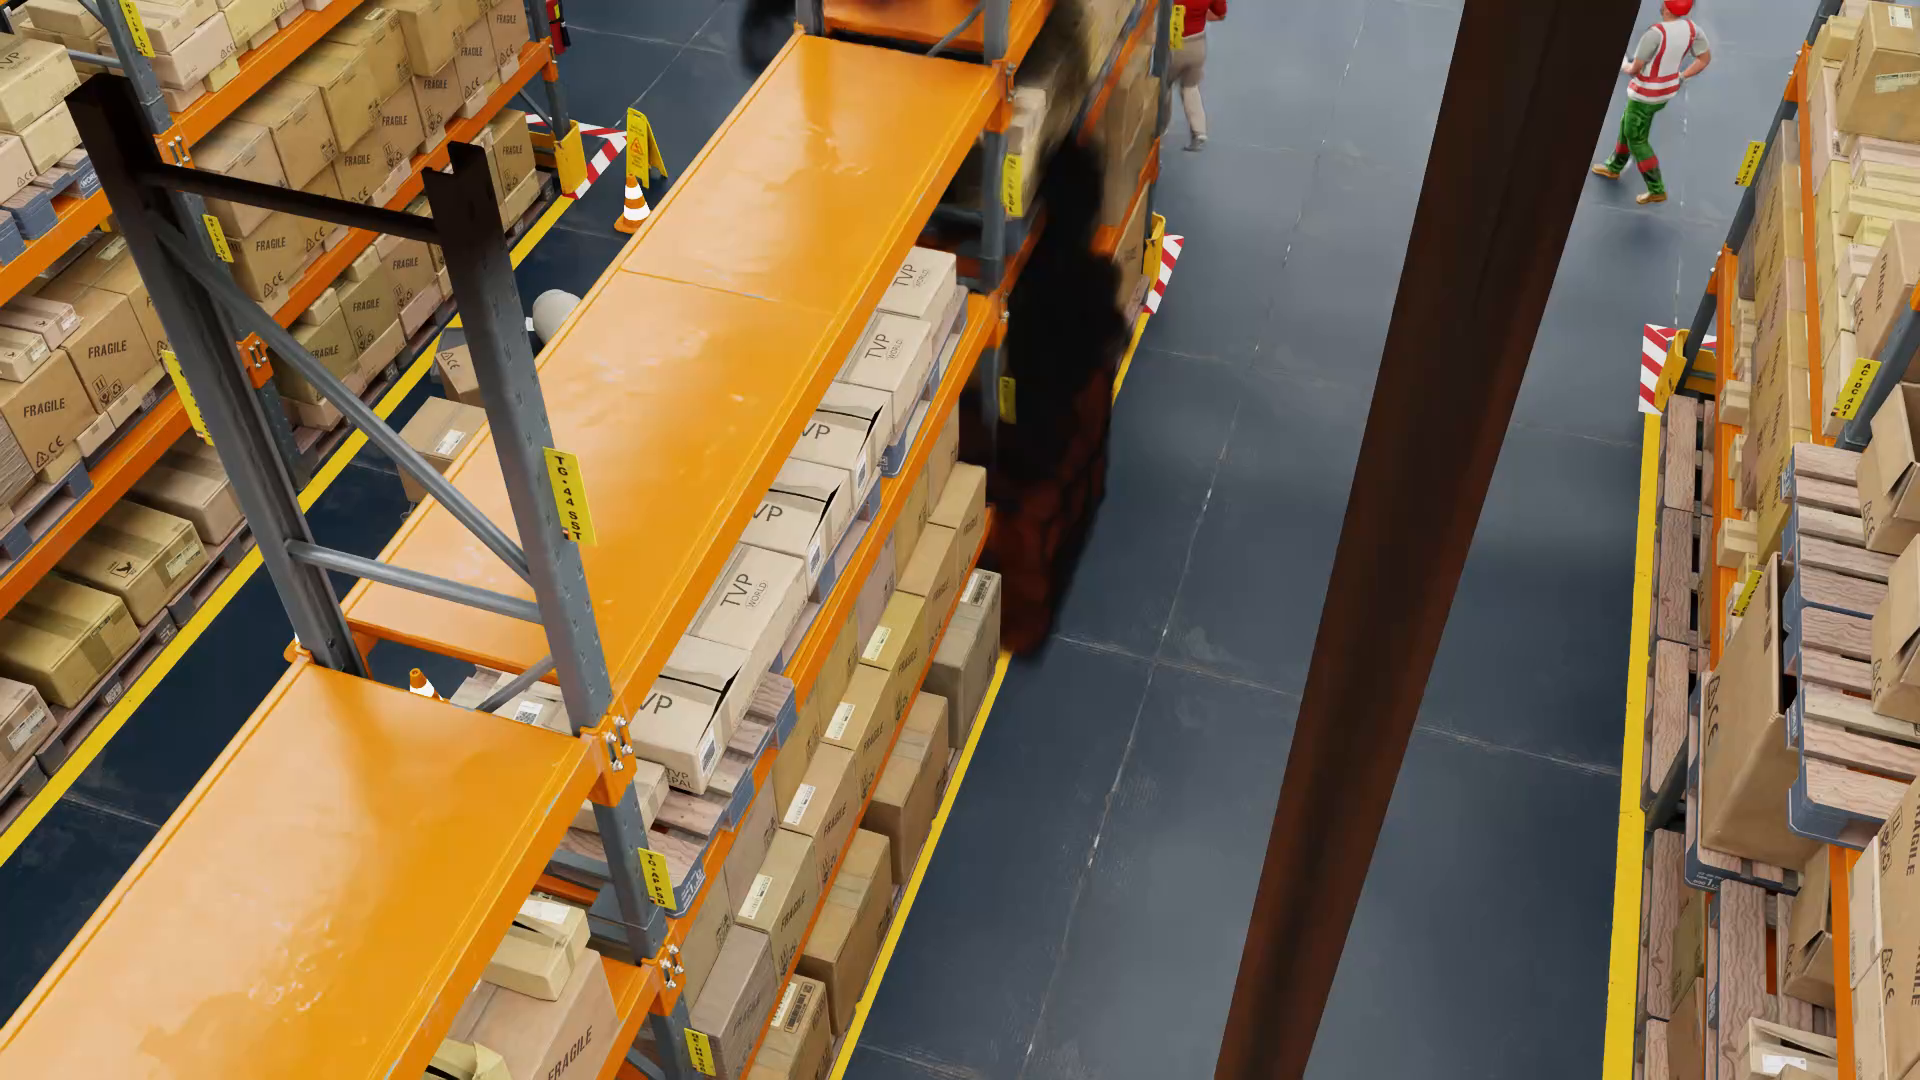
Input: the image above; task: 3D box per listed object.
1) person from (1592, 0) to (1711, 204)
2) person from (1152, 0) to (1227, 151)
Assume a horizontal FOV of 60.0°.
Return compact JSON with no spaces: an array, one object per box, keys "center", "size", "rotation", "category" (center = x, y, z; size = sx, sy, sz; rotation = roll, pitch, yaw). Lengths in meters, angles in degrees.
[{"center":[5.544,-3.519,13.310],"size":[0.650,1.810,0.878],"rotation":[-21,49,-19],"category":"person"},{"center":[1.842,-4.037,13.752],"size":[0.686,1.700,0.829],"rotation":[-13,47,-13],"category":"person"}]
